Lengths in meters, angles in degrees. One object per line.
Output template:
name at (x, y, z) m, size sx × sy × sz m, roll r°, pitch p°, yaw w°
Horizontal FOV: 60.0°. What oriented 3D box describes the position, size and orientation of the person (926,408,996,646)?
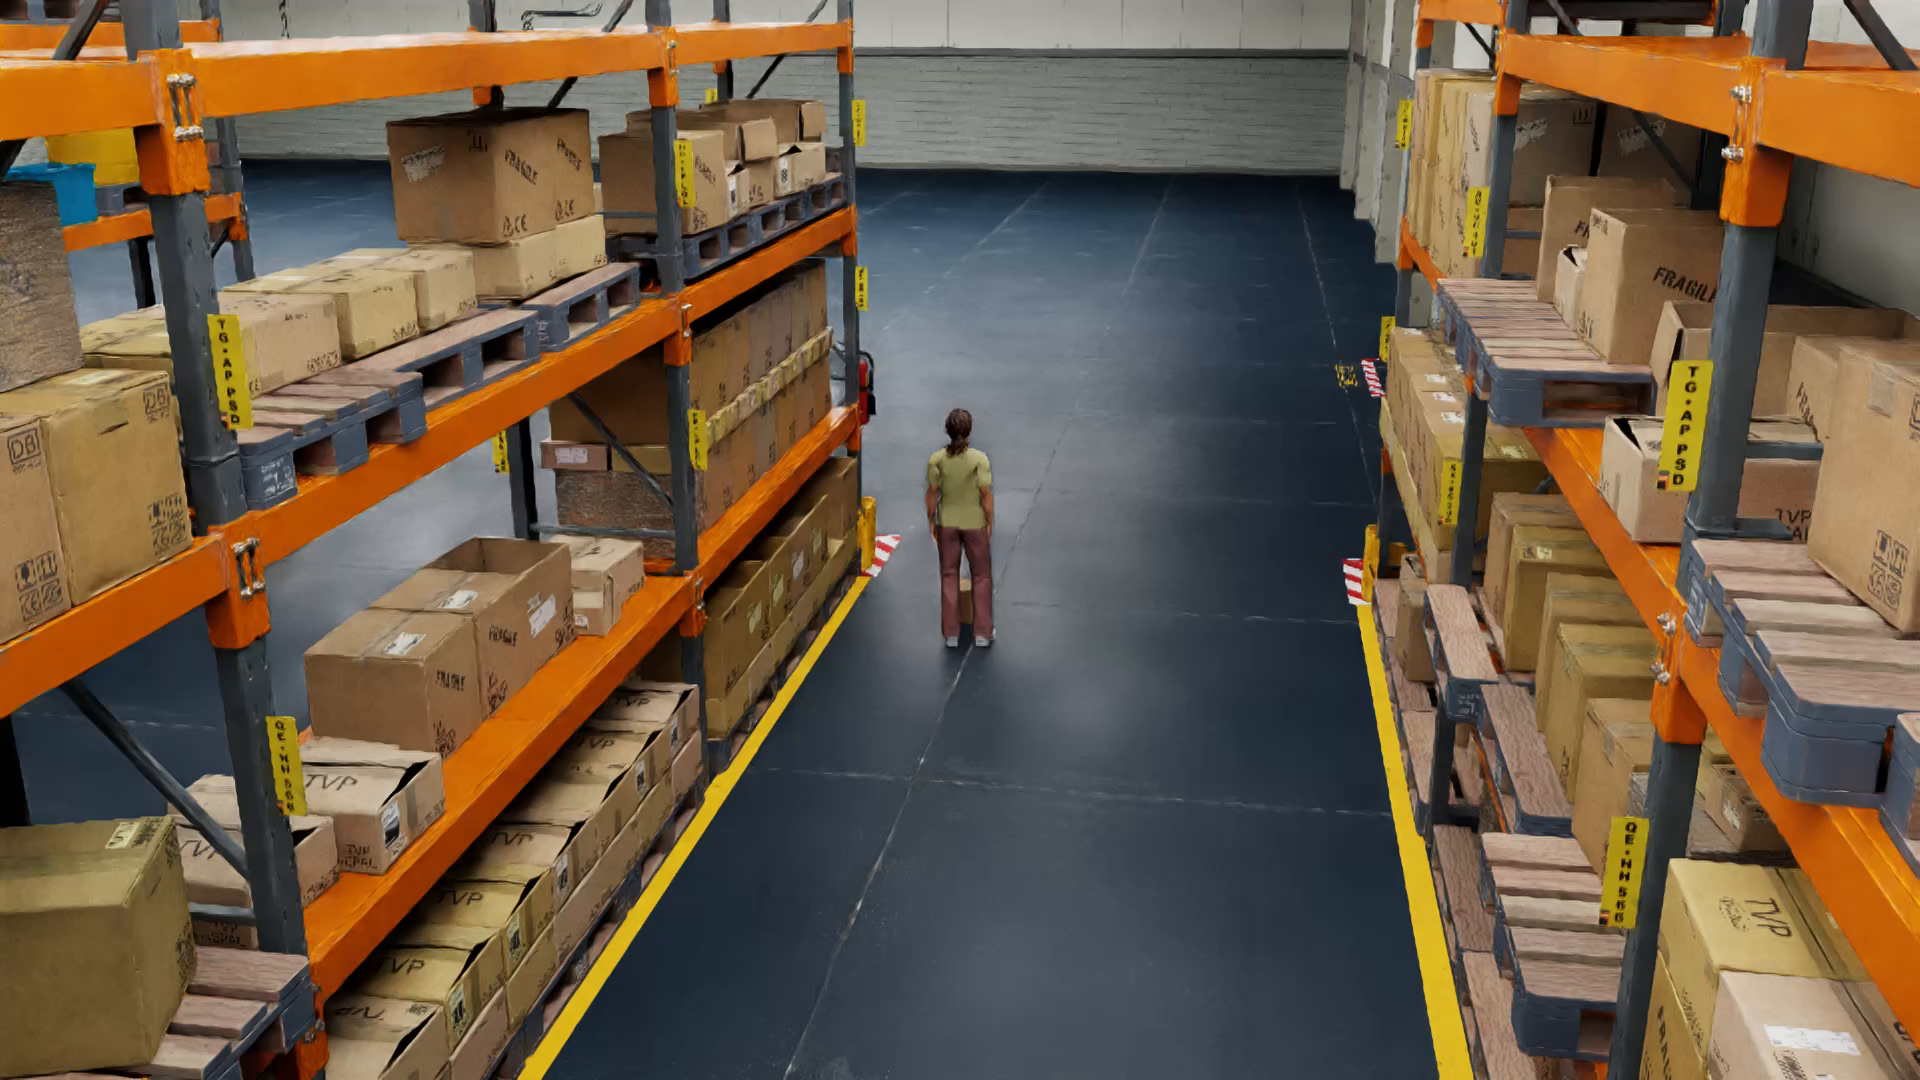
person at (0.007, -0.090, 11.335) m, size 0.462 × 1.674 × 0.418 m, roll 3°, pitch 18°, yaw 10°
